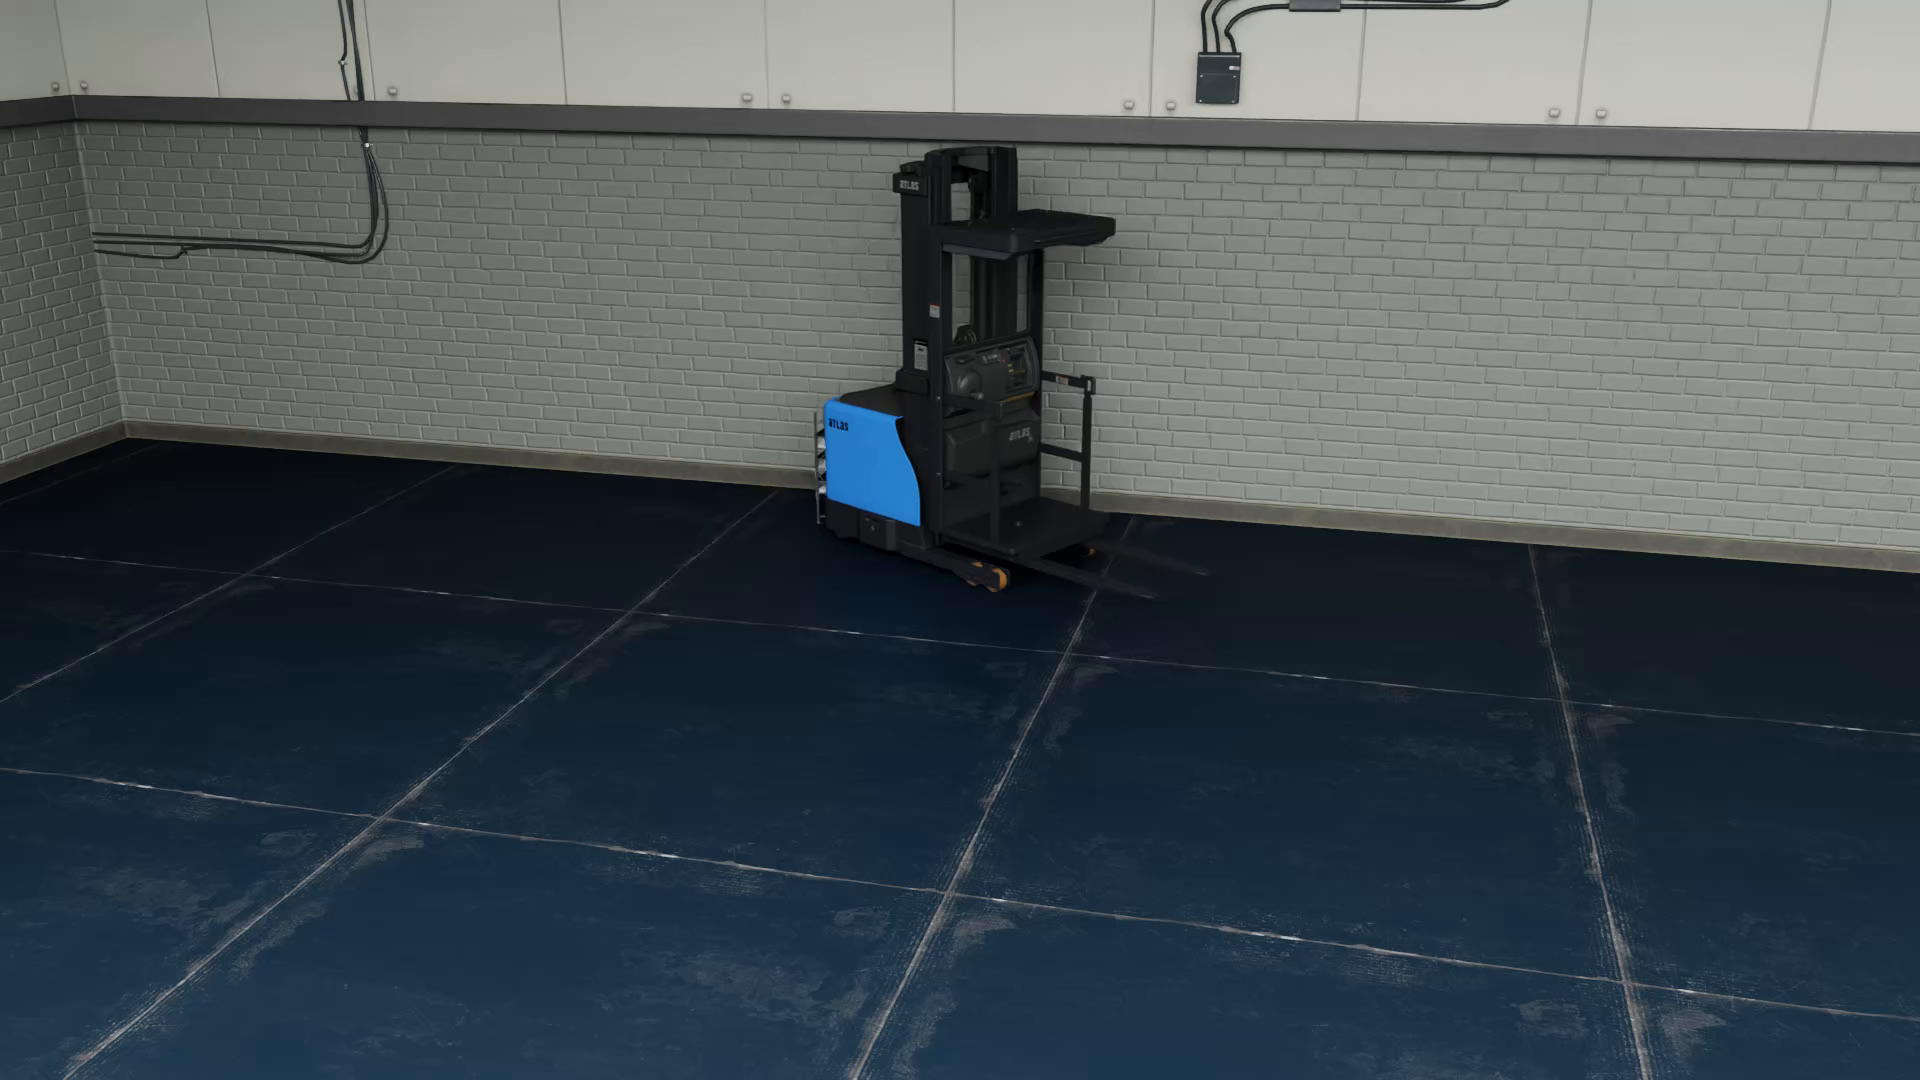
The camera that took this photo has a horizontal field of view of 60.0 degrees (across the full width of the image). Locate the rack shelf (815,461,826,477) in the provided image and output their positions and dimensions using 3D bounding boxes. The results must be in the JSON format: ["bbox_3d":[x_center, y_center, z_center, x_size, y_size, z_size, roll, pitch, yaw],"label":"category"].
[{"bbox_3d":[-0.980,-0.547,12.999,0.258,0.077,0.200,5,19,14],"label":"rack shelf"}]

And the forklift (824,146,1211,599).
[{"bbox_3d":[0.385,-1.211,11.698,3.031,2.935,1.130,17,25,40],"label":"forklift"}]

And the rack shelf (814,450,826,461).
[{"bbox_3d":[-0.980,-0.632,12.970,0.258,0.077,0.200,5,19,14],"label":"rack shelf"}]

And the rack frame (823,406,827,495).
[{"bbox_3d":[-0.954,-0.610,13.082,0.240,0.900,0.006,5,19,14],"label":"rack frame"}]

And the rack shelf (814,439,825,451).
[{"bbox_3d":[-0.980,-0.717,12.941,0.258,0.077,0.200,5,19,14],"label":"rack shelf"}]

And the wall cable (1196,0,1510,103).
[{"bbox_3d":[2.843,-5.946,10.913,2.305,6.003,0.169,5,19,13],"label":"wall cable"}]

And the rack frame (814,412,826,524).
[{"bbox_3d":[-1.006,-0.547,12.896,0.240,0.900,0.006,5,19,14],"label":"rack frame"}]

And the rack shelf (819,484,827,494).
[{"bbox_3d":[-0.980,-0.377,13.058,0.258,0.077,0.200,5,19,14],"label":"rack shelf"}]

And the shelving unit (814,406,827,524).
[{"bbox_3d":[-0.980,-0.578,12.989,0.258,0.900,0.210,5,19,14],"label":"shelving unit"}]

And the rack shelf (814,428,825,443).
[{"bbox_3d":[-0.980,-0.802,12.912,0.258,0.077,0.200,5,19,14],"label":"rack shelf"}]

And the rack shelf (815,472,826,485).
[{"bbox_3d":[-0.980,-0.462,13.029,0.258,0.077,0.200,5,19,14],"label":"rack shelf"}]

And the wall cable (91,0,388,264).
[{"bbox_3d":[-6.359,-3.622,14.174,3.097,2.526,0.112,5,19,13],"label":"wall cable"}]
